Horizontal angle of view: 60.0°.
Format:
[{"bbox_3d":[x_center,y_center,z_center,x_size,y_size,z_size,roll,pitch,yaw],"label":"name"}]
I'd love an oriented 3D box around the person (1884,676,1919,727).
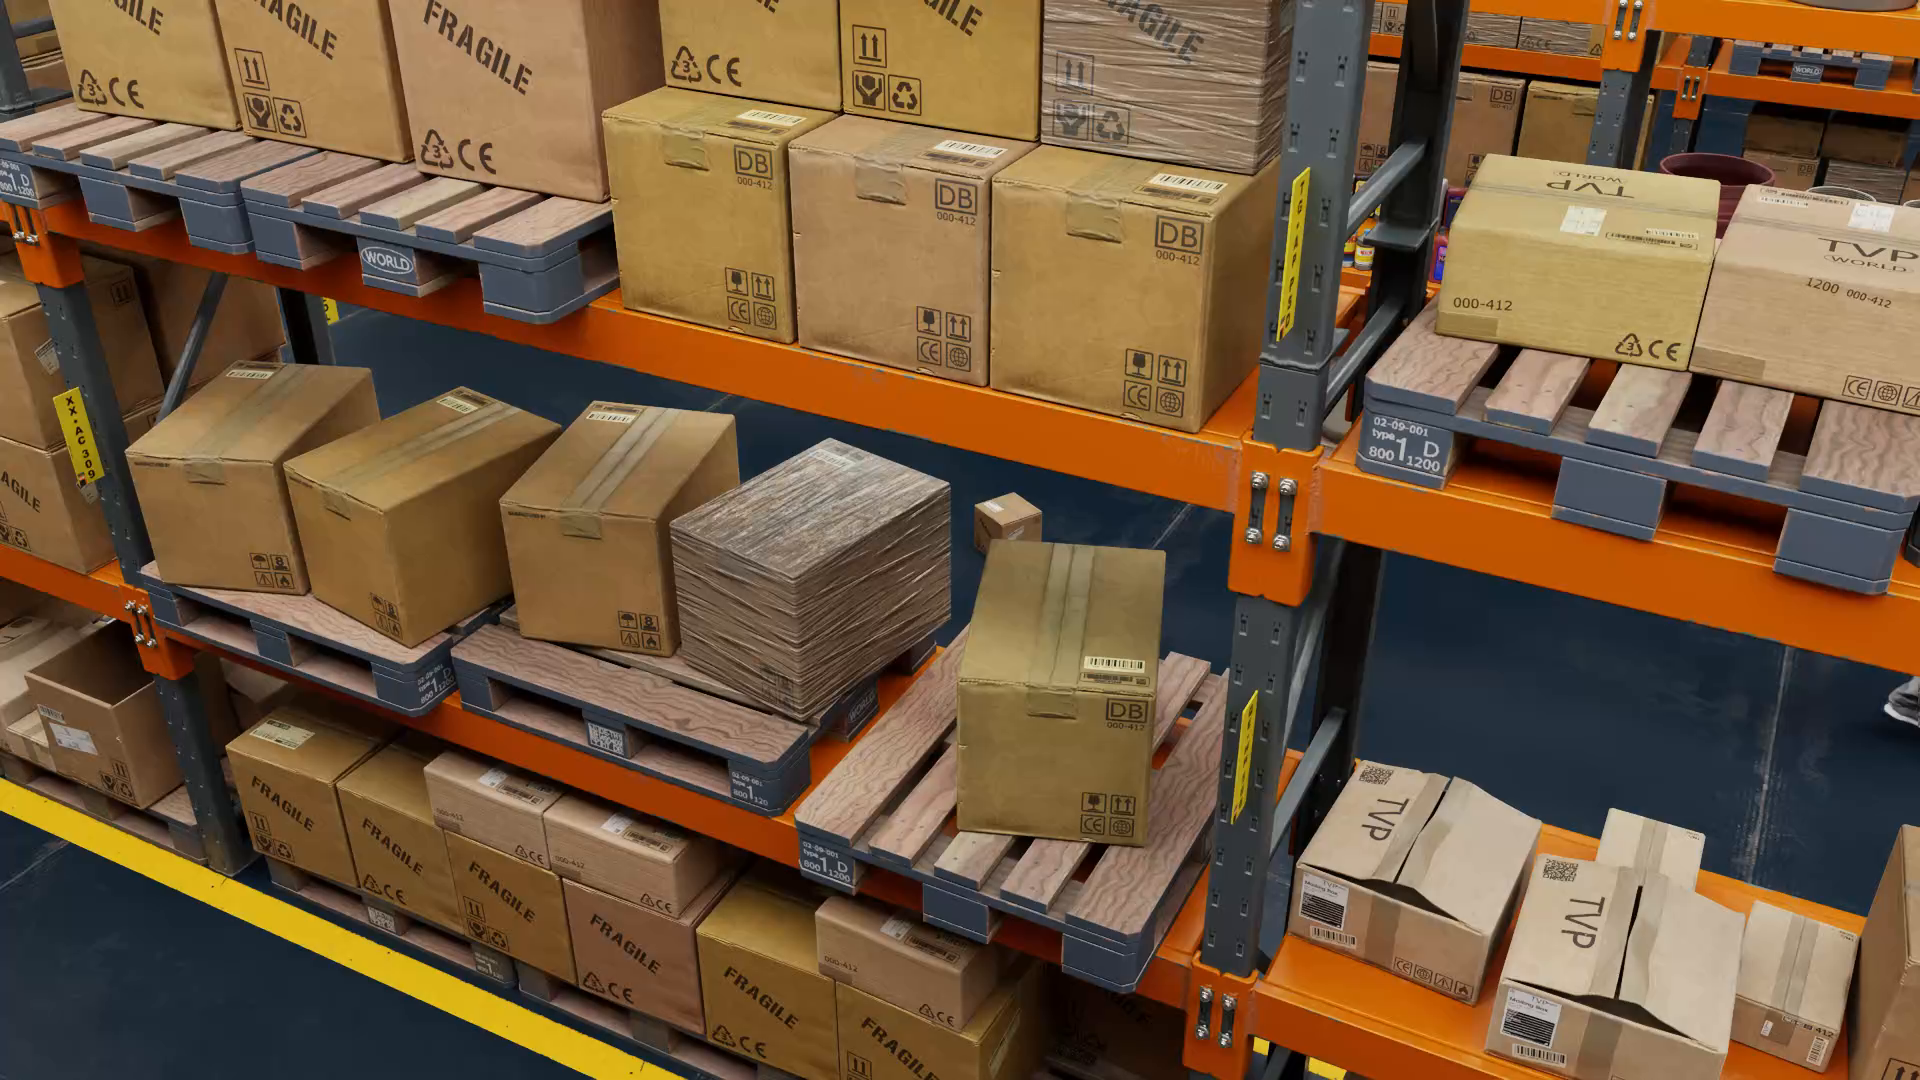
[{"bbox_3d":[4.429,0.231,6.739,0.905,1.548,0.421,7,31,12],"label":"person"}]
